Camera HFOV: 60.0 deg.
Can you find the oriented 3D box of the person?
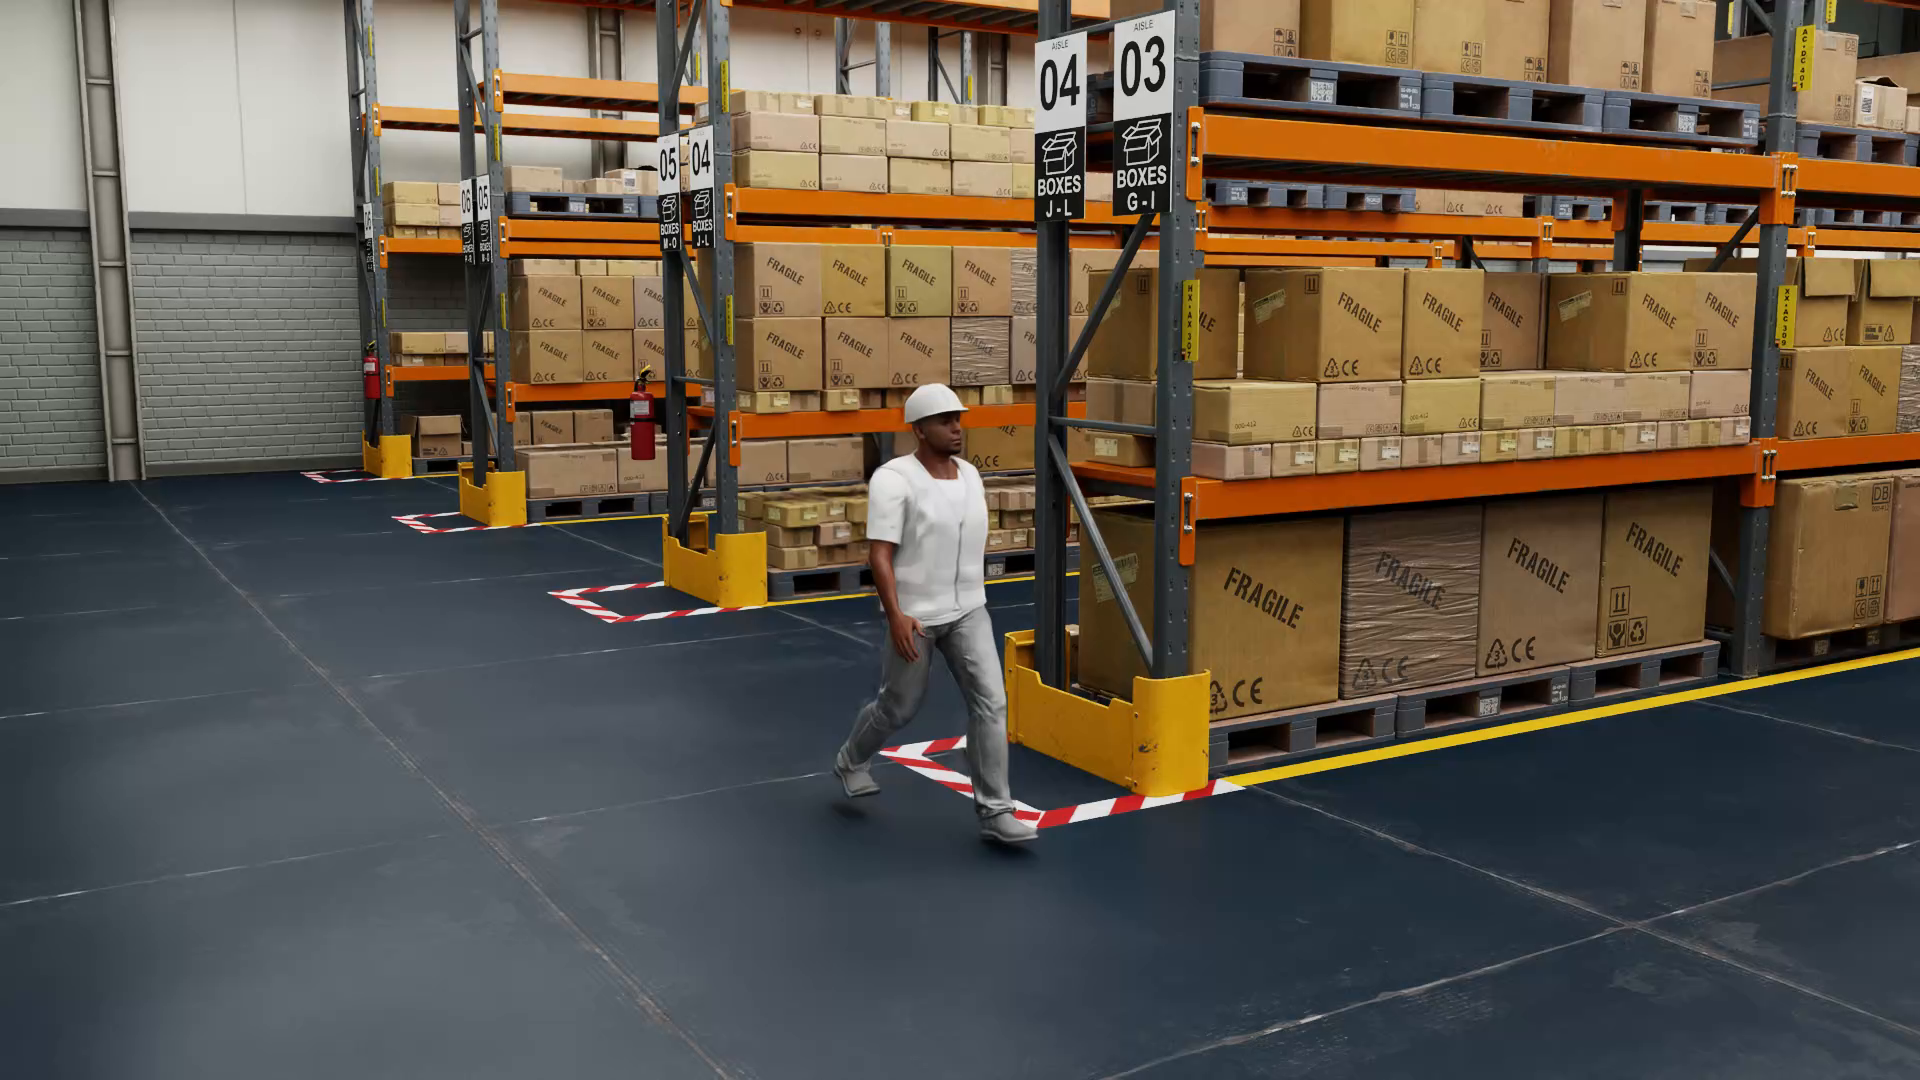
[{"bbox_3d":[-0.106,0.265,6.388,0.588,1.724,1.030,-6,10,-37],"label":"person"}]
